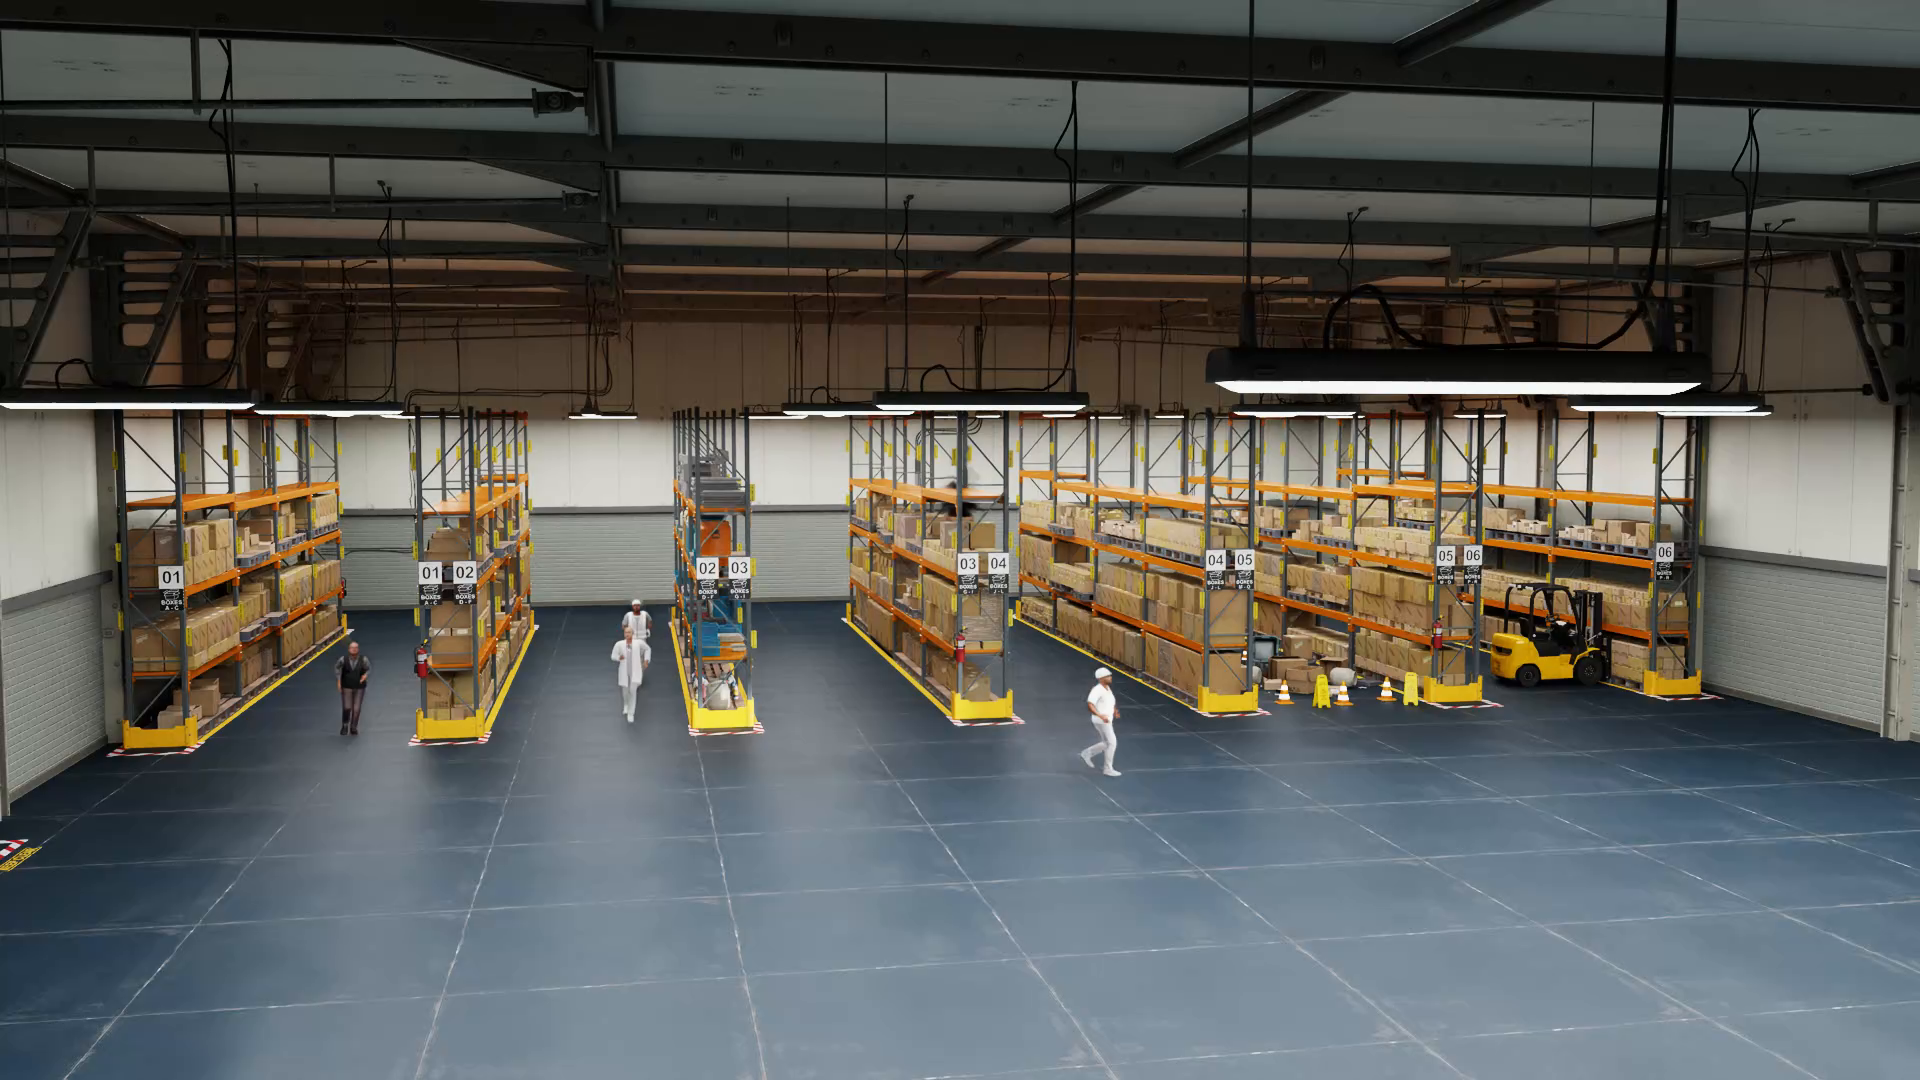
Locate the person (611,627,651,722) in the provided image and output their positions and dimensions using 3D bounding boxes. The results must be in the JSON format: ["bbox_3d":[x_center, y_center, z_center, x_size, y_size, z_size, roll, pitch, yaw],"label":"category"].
[{"bbox_3d":[-6.348,2.553,31.983,0.730,1.740,1.127,0,4,-1],"label":"person"}]

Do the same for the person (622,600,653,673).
[{"bbox_3d":[-7.209,2.212,37.163,0.681,1.772,0.849,-1,4,-12],"label":"person"}]

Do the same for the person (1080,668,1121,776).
[{"bbox_3d":[2.272,2.938,26.946,0.714,1.746,0.708,1,4,19],"label":"person"}]

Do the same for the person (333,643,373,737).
[{"bbox_3d":[-11.054,2.722,30.324,0.661,1.708,0.671,-2,4,-25],"label":"person"}]
